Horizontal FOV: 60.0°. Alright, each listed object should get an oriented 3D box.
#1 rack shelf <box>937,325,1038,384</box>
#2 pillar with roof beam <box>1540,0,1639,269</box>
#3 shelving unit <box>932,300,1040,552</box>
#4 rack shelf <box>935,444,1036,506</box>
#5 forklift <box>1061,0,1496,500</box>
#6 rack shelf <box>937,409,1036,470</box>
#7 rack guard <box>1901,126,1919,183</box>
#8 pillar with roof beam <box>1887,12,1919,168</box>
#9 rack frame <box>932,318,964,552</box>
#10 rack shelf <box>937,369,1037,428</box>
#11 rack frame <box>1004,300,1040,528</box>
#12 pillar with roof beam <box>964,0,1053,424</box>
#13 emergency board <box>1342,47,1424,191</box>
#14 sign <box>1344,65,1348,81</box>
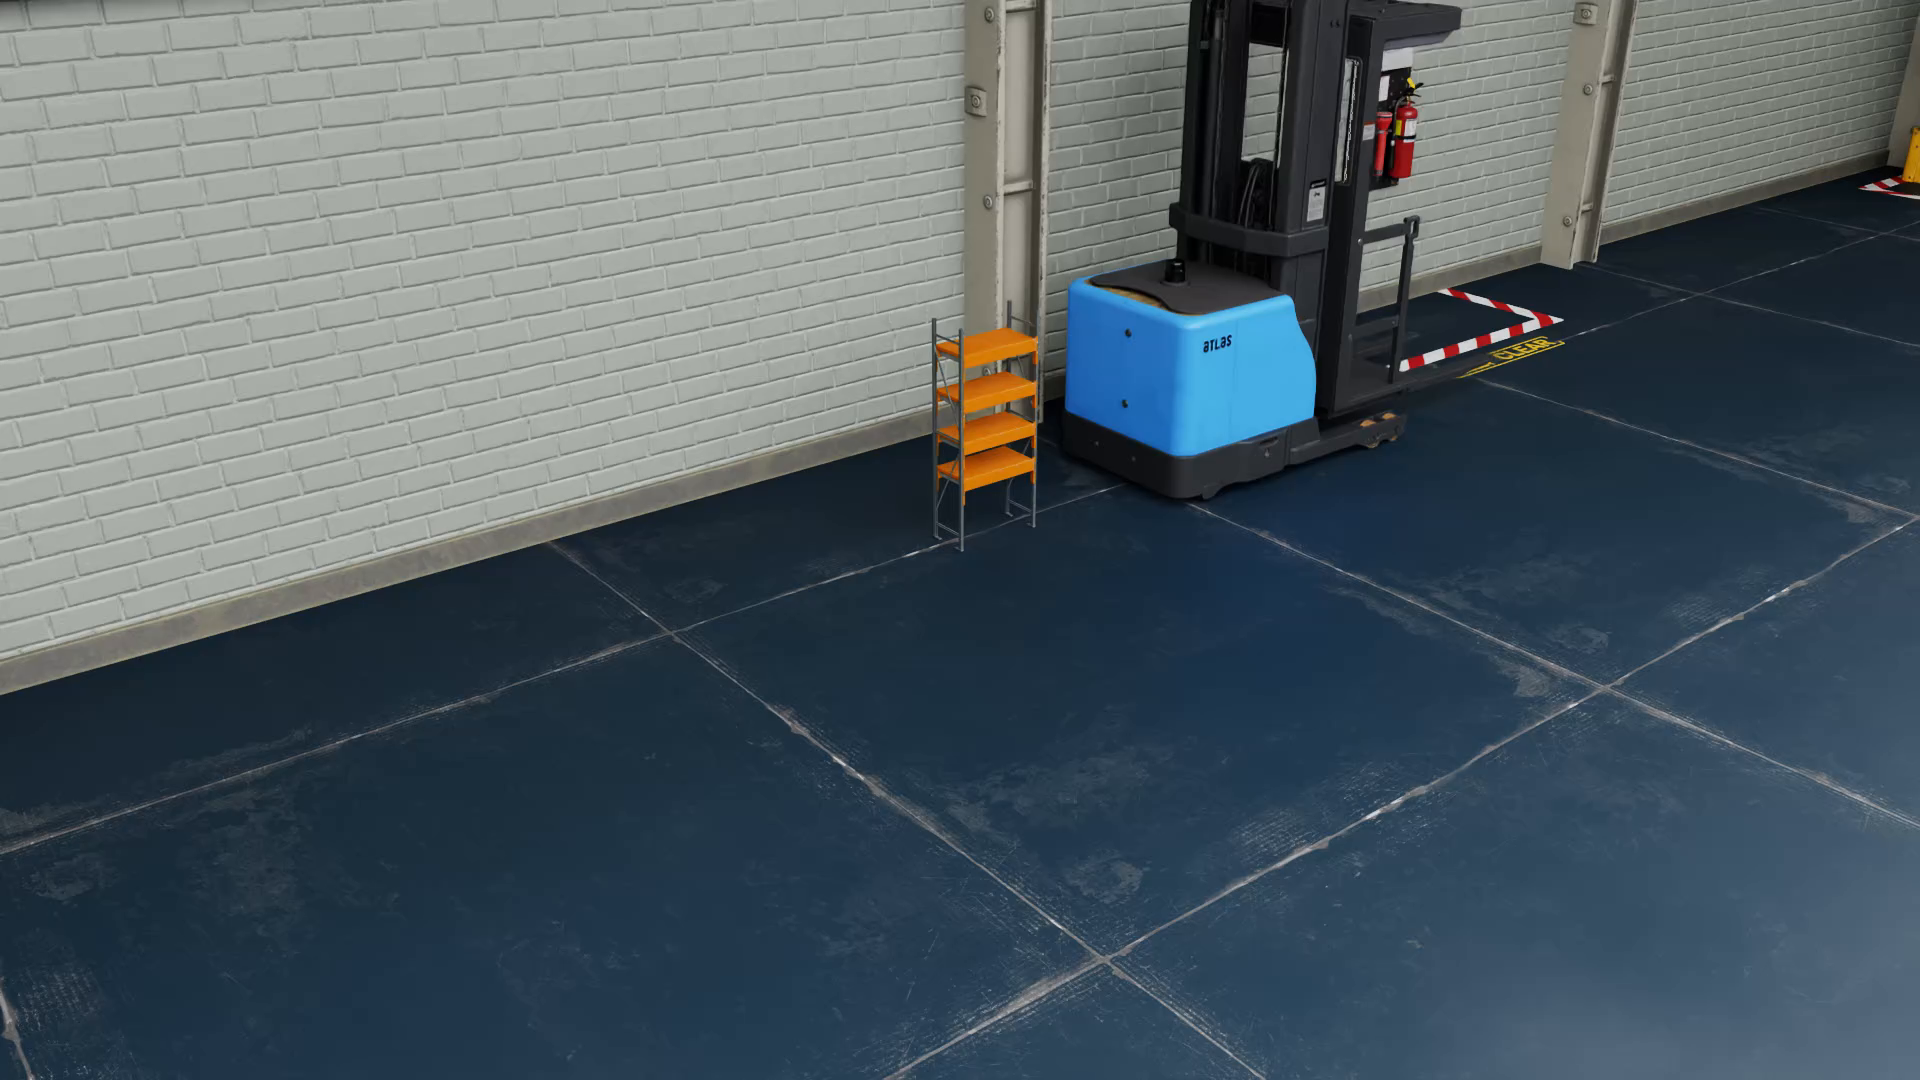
[{"bbox_3d":[0.130,-0.944,8.425,0.480,0.148,0.258,-18,31,-34],"label":"rack shelf"},{"bbox_3d":[7.649,-4.949,8.724,0.400,9.000,9.100,-18,31,-34],"label":"pillar with roof beam"},{"bbox_3d":[0.130,-0.587,8.590,0.503,1.200,0.258,-18,31,-34],"label":"shelving unit"},{"bbox_3d":[0.130,-0.346,8.702,0.480,0.148,0.258,-18,31,-34],"label":"rack shelf"},{"bbox_3d":[2.070,-2.035,9.654,3.031,2.935,1.130,-18,30,-34],"label":"forklift"},{"bbox_3d":[0.130,-0.526,8.618,0.480,0.148,0.258,-18,31,-34],"label":"rack shelf"},{"bbox_3d":[9.757,-3.630,15.977,0.348,0.500,1.175,-18,31,-34],"label":"rack guard"},{"bbox_3d":[12.371,-6.507,12.082,0.400,9.000,9.100,-18,31,-34],"label":"pillar with roof beam"},{"bbox_3d":[-0.062,-0.524,8.453,0.015,1.200,0.240,-18,31,-34],"label":"rack frame"},{"bbox_3d":[0.130,-0.729,8.524,0.480,0.148,0.258,-18,31,-34],"label":"rack shelf"},{"bbox_3d":[0.322,-0.651,8.727,0.015,1.200,0.240,-18,31,-34],"label":"rack frame"},{"bbox_3d":[2.928,-3.390,5.365,0.400,9.000,9.100,-18,31,-34],"label":"pillar with roof beam"},{"bbox_3d":[3.025,-3.024,11.703,0.643,1.169,0.194,-18,31,-34],"label":"emergency board"},{"bbox_3d":[2.535,-3.170,11.345,0.331,0.109,0.001,-18,31,-34],"label":"sign"}]
